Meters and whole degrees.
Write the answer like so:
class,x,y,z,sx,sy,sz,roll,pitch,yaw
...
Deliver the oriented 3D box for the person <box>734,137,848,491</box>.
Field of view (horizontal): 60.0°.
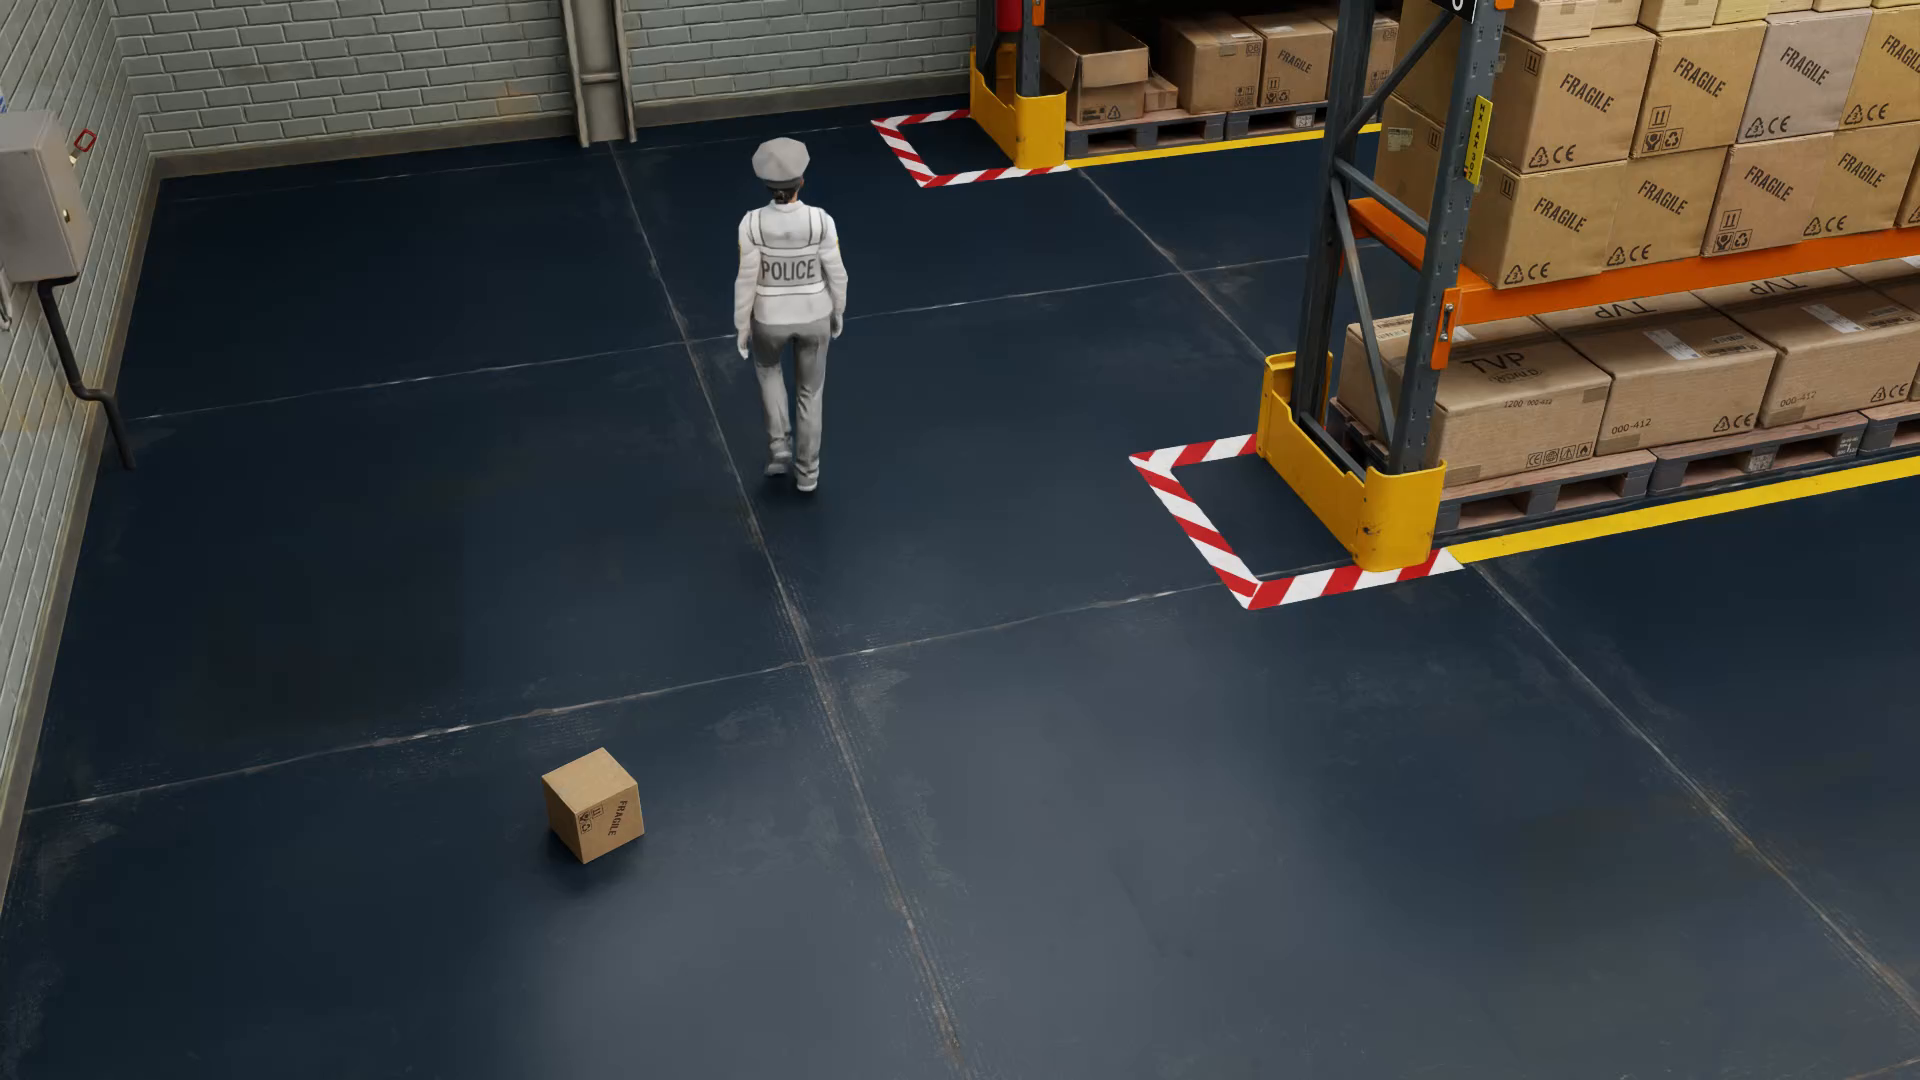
class,x,y,z,sx,sy,sz,roll,pitch,yaw
person,-0.764,-1.013,7.590,0.518,1.718,0.441,-2,34,-3
